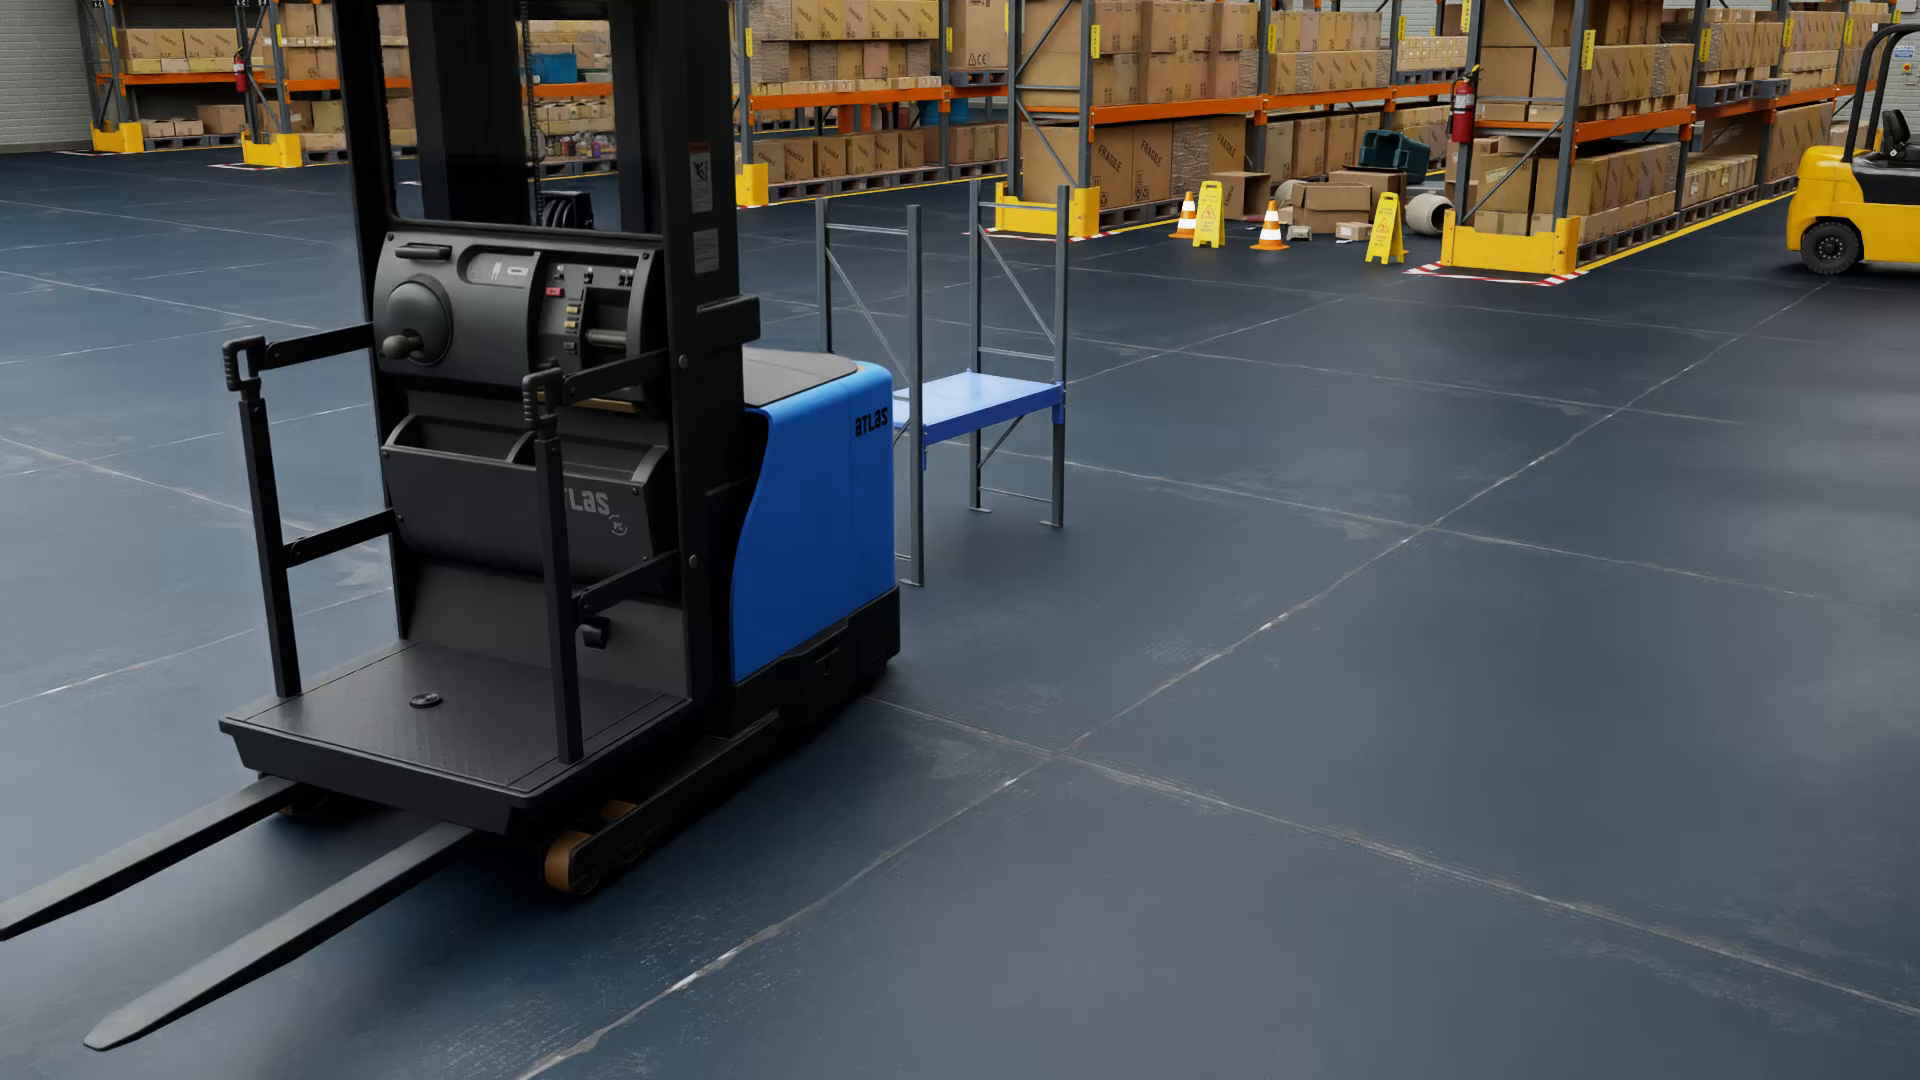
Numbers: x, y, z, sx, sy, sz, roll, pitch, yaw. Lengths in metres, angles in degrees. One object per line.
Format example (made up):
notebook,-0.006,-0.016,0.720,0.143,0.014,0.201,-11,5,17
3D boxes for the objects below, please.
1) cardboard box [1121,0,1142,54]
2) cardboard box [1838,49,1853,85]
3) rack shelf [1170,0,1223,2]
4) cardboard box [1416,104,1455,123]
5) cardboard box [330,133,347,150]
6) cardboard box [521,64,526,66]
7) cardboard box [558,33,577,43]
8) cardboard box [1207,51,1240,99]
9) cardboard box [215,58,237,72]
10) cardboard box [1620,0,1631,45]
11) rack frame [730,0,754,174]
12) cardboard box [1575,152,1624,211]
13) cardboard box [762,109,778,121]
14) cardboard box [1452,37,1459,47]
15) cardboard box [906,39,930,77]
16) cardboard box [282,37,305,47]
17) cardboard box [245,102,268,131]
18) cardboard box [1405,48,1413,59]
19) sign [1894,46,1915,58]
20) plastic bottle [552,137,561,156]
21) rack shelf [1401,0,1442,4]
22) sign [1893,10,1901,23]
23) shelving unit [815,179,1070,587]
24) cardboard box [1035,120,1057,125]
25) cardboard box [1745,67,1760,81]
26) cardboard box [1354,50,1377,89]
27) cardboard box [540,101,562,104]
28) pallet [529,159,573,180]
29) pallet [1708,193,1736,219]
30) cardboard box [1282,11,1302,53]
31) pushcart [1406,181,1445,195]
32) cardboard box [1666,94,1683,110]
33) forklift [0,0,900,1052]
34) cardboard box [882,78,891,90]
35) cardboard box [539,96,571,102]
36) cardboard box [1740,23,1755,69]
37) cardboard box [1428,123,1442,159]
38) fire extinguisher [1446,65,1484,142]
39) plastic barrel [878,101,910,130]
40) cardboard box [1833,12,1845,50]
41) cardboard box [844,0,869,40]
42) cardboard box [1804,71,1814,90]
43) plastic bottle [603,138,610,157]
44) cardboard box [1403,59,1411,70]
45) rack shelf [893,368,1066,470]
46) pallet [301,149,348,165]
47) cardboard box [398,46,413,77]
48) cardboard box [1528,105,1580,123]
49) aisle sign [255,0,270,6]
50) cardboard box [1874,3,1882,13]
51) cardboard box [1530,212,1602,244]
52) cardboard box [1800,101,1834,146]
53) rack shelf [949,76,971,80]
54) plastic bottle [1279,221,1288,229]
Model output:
cardboard box,1.454,-5.583,18.092,0.875,0.550,0.550,12,21,35
cardboard box,12.624,-6.888,24.198,0.500,0.500,0.500,13,22,36
rack shelf,2.983,-9.139,27.769,1.077,0.370,4.000,12,21,35
cardboard box,7.237,-6.520,25.423,0.500,0.250,0.500,11,21,32
cardboard box,-10.136,-6.515,27.093,0.500,0.250,0.500,12,21,35
cardboard box,-7.853,-8.427,29.746,0.380,0.149,0.250,12,21,35
cardboard box,-8.728,-10.835,36.374,0.500,0.500,0.500,13,22,36
cardboard box,2.812,-5.567,19.859,0.875,0.550,0.550,12,21,35
cardboard box,-13.454,-8.658,30.286,0.500,0.250,0.500,13,21,35
cardboard box,6.288,-5.238,16.696,0.700,0.500,0.500,12,21,33
rack frame,-2.975,-5.668,20.437,1.000,3.000,0.127,12,21,35
cardboard box,6.008,-3.436,15.916,0.500,0.500,0.500,11,21,33
cardboard box,-4.144,-9.009,34.670,0.500,0.500,0.500,13,21,35
cardboard box,7.395,-7.614,25.417,0.380,0.149,0.250,12,21,33
cardboard box,-0.910,-6.714,23.136,0.875,0.500,0.500,12,21,35
cardboard box,-10.522,-7.832,26.145,0.380,0.149,0.250,12,21,34
cardboard box,-13.112,-8.008,31.448,0.500,0.500,0.500,11,20,31
cardboard box,6.324,-7.040,24.070,0.380,0.149,0.250,14,22,37
sign,17.856,-9.227,31.442,0.327,0.218,0.001,12,21,35
plastic bottle,-6.156,-6.002,25.351,0.061,0.283,0.133,13,22,36
rack shelf,6.906,-8.238,24.869,1.077,0.370,4.000,12,21,35
sign,14.944,-8.294,26.544,0.100,0.325,0.005,12,21,35
shelving unit,-0.051,-0.696,6.956,0.538,1.500,1.048,12,21,35
cardboard box,1.088,-6.292,25.921,0.700,0.500,0.500,10,20,30
cardboard box,9.219,-5.512,19.651,0.380,0.149,0.250,13,21,36
cardboard box,5.364,-6.447,22.778,0.500,0.500,0.500,12,21,35
cardboard box,-7.628,-8.037,31.048,0.500,0.311,0.500,12,21,34
pallet,-6.457,-5.430,24.374,1.003,0.211,1.213,12,21,35
pallet,8.556,-4.015,19.817,1.003,0.211,1.213,12,21,35
cardboard box,3.927,-6.487,21.222,0.700,0.500,0.500,12,21,34
pushcart,5.506,-4.008,19.514,1.648,0.377,0.936,5,18,16
cardboard box,7.277,-4.558,17.288,0.380,0.149,0.250,13,21,36
forklift,-1.314,-0.631,4.334,1.130,2.935,3.031,8,19,25
cardboard box,-1.152,-6.175,22.494,0.380,0.149,0.250,12,21,35
cardboard box,-9.072,-9.732,36.443,0.750,0.750,0.750,12,21,34
cardboard box,8.778,-5.680,19.097,0.500,0.500,0.500,11,21,32
cardboard box,6.940,-6.046,25.163,0.500,0.500,0.500,12,21,33
fire extinguisher,4.545,-3.934,14.984,0.296,0.674,0.183,12,21,35
plastic barrel,-1.236,-7.886,30.938,0.600,0.588,0.708,12,21,35
cardboard box,12.069,-7.149,23.353,0.500,0.500,0.500,13,22,36
cardboard box,-1.535,-6.775,21.648,0.500,0.500,0.500,12,21,35
cardboard box,11.144,-6.190,22.372,0.500,0.250,0.500,12,21,35
plastic bottle,-5.359,-5.932,25.148,0.097,0.271,0.097,0,17,0
cardboard box,6.303,-6.888,24.082,0.380,0.149,0.250,14,22,37
rack shelf,-0.051,-0.524,7.009,0.538,0.185,1.000,12,21,35
pallet,-10.507,-6.277,27.101,1.003,0.211,1.213,12,21,35
cardboard box,-9.416,-8.067,27.995,0.700,0.500,0.500,13,21,35
cardboard box,5.352,-3.841,14.978,0.380,0.149,0.250,13,21,35
aisle sign,-10.722,-8.591,25.467,0.394,0.787,0.004,12,21,35
cardboard box,14.063,-8.248,25.797,0.380,0.149,0.250,13,21,36
cardboard box,5.686,-2.947,15.605,0.500,0.250,0.500,12,21,34
cardboard box,11.828,-5.799,23.734,0.875,0.875,0.875,13,22,36
rack shelf,-0.995,-8.581,31.032,1.077,0.370,4.000,12,21,35
plastic bottle,3.536,-3.472,18.321,0.133,0.061,0.283,5,18,16
